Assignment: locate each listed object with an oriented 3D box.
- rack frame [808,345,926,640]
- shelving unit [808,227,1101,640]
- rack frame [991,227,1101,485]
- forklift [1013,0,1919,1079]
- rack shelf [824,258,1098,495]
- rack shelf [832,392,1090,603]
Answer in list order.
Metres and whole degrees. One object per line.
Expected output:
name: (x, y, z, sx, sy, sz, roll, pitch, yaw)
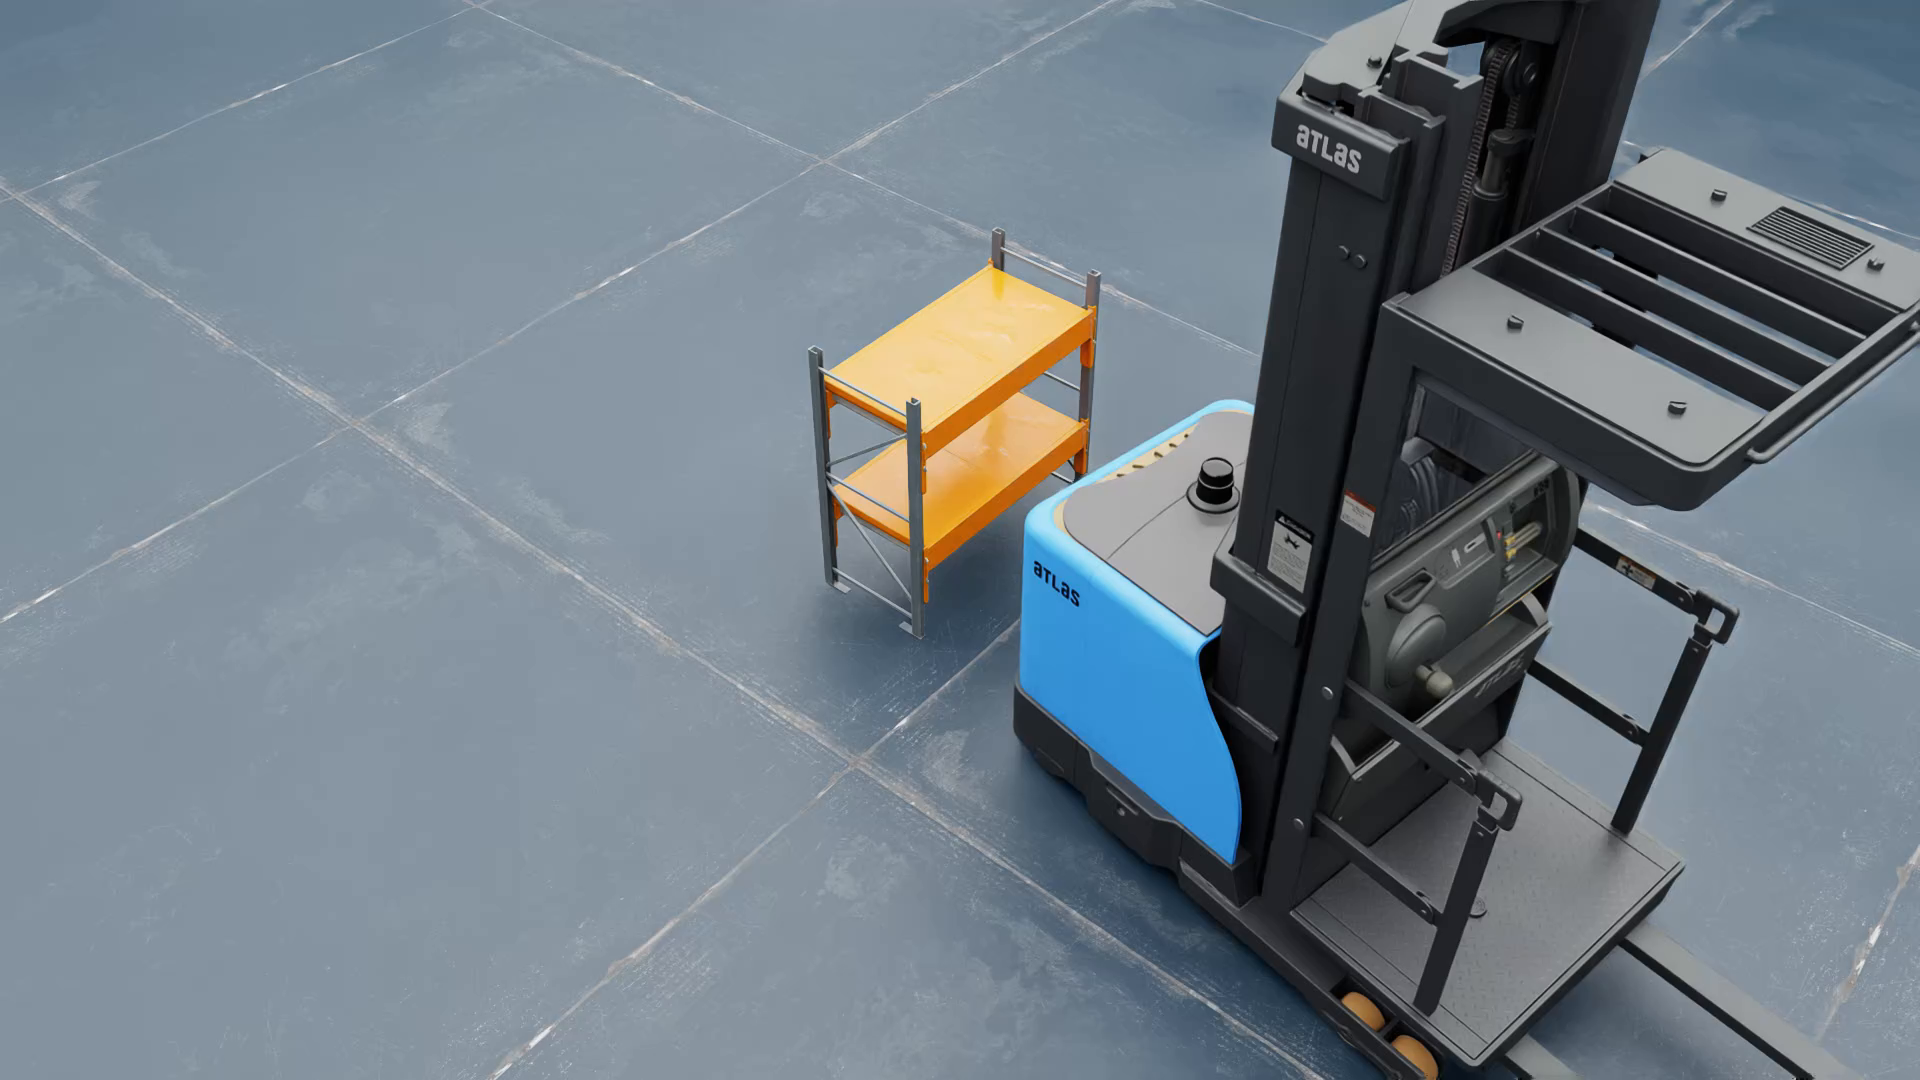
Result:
rack frame: (-0.332, -0.151, 6.080, 0.500, 1.125, 0.032, 29, 50, 28)
shelving unit: (-0.004, -0.413, 6.368, 0.538, 1.125, 1.048, 29, 50, 28)
rack frame: (0.323, -0.674, 6.656, 0.500, 1.125, 0.032, 29, 50, 28)
forklift: (1.528, 0.166, 4.389, 1.130, 2.935, 3.031, -30, 50, -29)
rack shelf: (-0.004, -0.629, 6.171, 0.538, 0.278, 1.000, 29, 50, 28)
rack shelf: (-0.004, -0.232, 6.532, 0.538, 0.278, 1.000, 29, 50, 28)
